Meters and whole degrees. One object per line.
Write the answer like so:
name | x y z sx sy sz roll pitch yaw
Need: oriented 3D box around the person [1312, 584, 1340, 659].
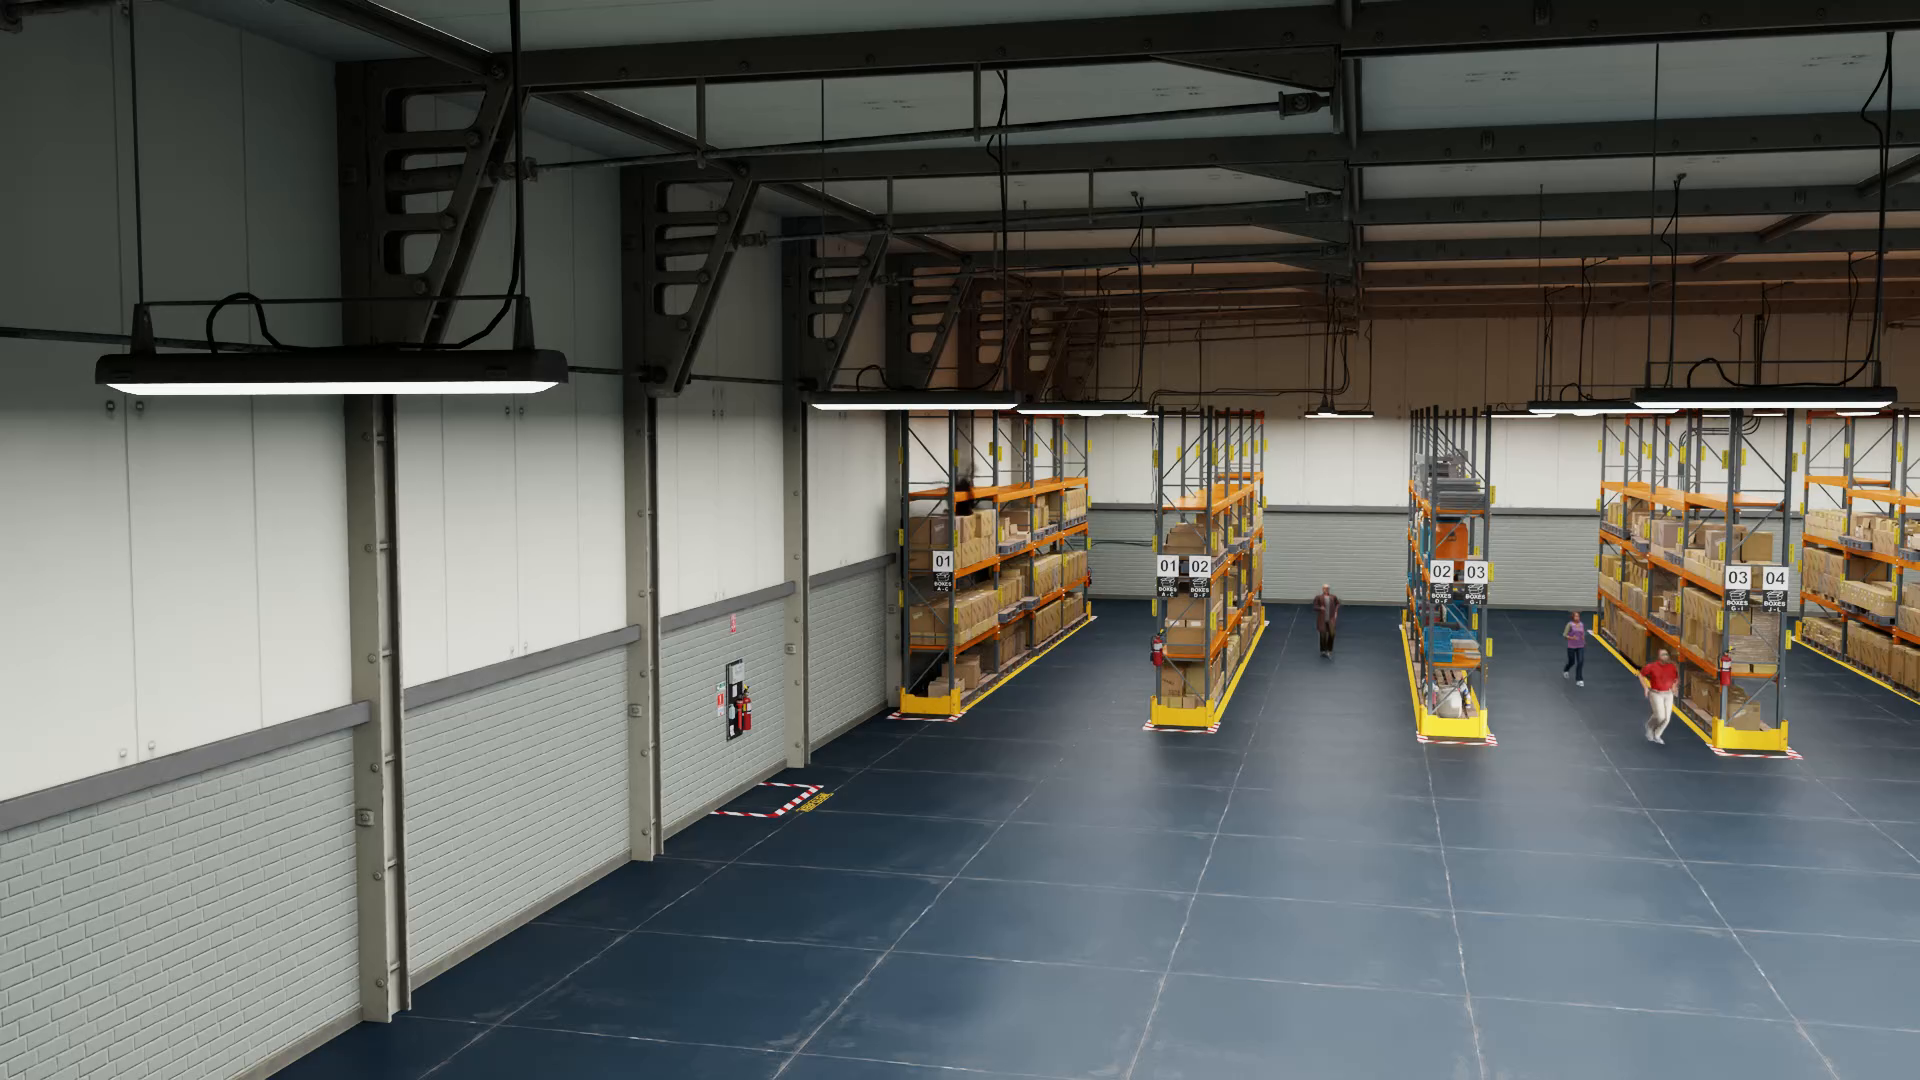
person | 8.842 2.013 40.110 0.688 1.729 0.754 0 4 5

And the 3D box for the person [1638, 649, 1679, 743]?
person | 12.407 2.769 29.392 0.648 1.679 0.587 0 4 -3

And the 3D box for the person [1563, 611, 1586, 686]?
person | 13.304 2.329 35.954 0.541 1.574 0.867 0 4 -1
